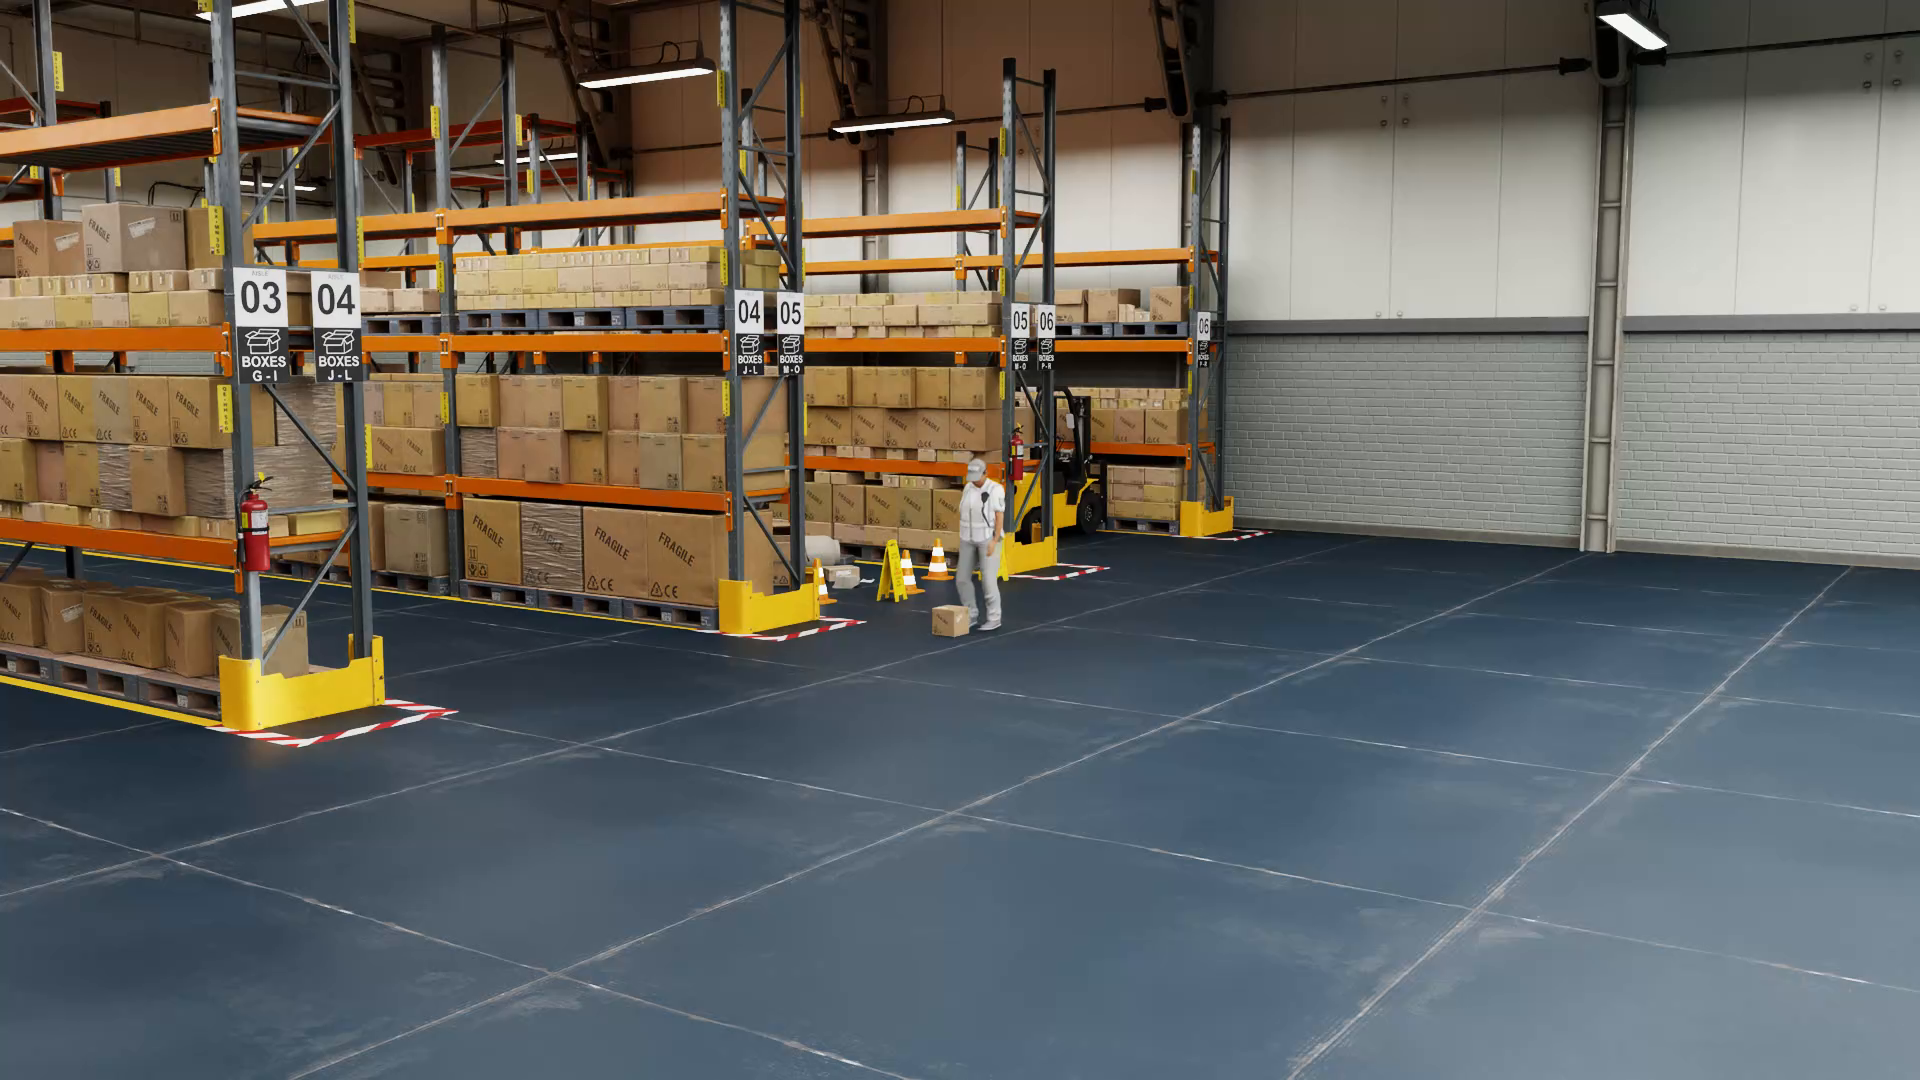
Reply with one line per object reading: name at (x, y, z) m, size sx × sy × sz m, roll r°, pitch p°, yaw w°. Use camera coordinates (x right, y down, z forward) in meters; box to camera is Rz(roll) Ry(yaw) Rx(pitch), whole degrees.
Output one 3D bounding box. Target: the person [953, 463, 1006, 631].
person at (0.201, 0.055, 15.863) m, size 0.504 × 1.600 × 0.513 m, roll 5°, pitch 8°, yaw 35°
